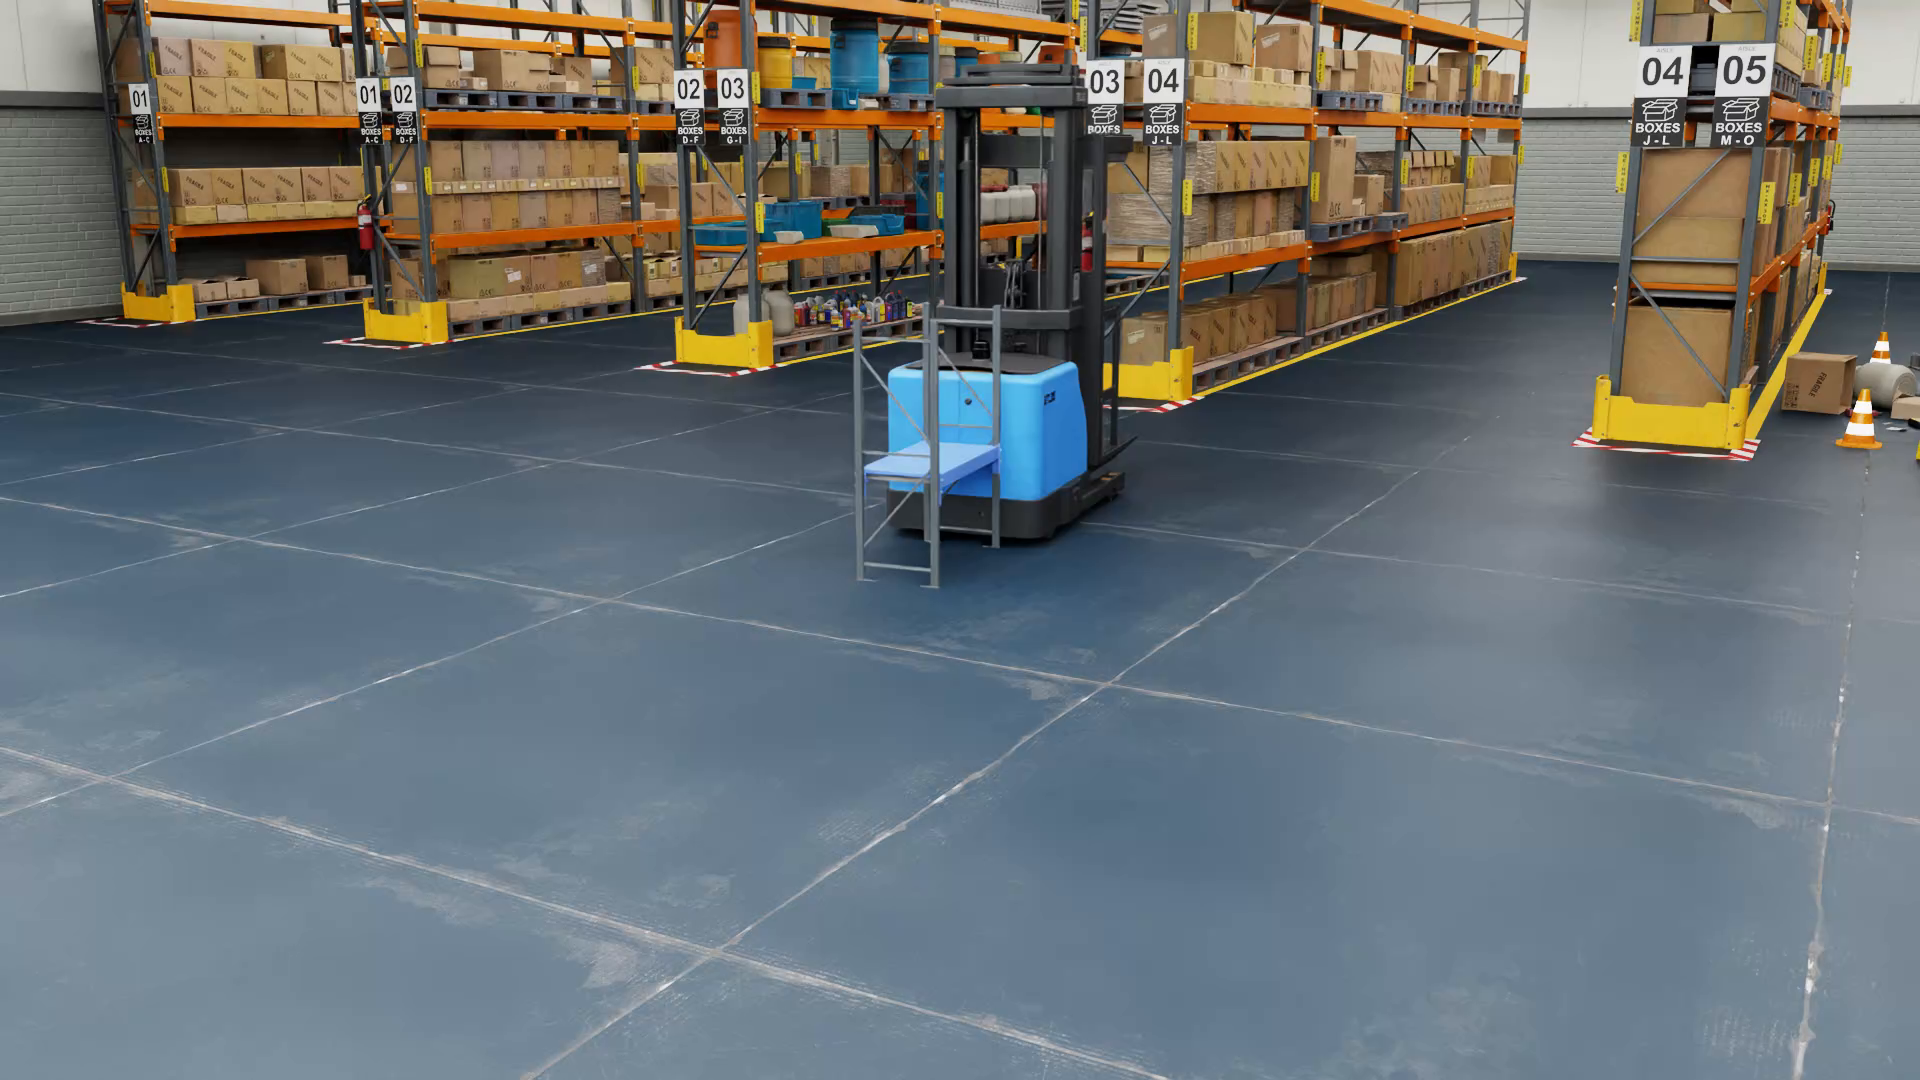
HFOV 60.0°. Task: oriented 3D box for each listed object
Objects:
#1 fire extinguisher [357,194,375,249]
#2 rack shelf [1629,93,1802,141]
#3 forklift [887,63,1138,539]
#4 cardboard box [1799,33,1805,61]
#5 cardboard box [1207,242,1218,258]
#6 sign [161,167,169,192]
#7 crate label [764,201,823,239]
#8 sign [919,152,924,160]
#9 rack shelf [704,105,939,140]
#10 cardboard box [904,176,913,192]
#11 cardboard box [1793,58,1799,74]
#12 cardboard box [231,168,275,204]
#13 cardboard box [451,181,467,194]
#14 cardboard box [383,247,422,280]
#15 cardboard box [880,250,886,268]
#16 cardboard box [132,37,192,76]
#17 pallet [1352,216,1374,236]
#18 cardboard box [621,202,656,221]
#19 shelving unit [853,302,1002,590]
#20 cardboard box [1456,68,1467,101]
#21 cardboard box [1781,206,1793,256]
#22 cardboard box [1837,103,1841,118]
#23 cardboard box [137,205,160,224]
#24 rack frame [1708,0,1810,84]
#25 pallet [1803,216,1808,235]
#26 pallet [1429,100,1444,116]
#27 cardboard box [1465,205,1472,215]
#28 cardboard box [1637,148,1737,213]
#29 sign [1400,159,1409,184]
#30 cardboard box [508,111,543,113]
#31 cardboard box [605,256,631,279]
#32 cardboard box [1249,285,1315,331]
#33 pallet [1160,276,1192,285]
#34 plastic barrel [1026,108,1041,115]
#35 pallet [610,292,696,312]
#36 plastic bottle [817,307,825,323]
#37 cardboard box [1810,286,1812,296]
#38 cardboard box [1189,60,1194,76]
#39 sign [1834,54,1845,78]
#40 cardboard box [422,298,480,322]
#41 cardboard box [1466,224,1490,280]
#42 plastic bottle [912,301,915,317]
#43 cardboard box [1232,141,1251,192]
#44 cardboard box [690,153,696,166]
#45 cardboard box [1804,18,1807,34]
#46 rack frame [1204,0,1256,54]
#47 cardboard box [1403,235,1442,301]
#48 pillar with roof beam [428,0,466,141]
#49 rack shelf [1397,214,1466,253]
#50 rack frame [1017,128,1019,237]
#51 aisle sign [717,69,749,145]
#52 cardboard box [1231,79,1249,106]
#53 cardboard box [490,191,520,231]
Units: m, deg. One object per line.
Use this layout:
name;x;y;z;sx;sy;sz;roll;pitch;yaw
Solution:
fire extinguisher;-7.462;-3.996;20.875;0.296;0.674;0.183;7;15;28
rack shelf;6.931;-3.819;15.108;1.077;0.370;4.000;7;15;28
forklift;0.534;-1.730;11.454;1.130;2.935;3.031;5;14;20
cardboard box;7.885;-4.773;16.108;0.500;0.250;0.500;7;15;27
cardboard box;2.392;-2.944;16.882;0.380;0.149;0.250;7;15;28
sign;-10.862;-4.926;22.717;0.100;0.325;0.005;7;15;28
crate label;-2.011;-3.869;20.107;0.502;0.435;0.616;7;15;28
sign;-0.710;-6.968;30.567;0.100;0.325;0.005;7;15;28
rack shelf;-1.698;-4.963;19.852;1.077;0.370;4.000;7;15;28
cardboard box;-0.713;-6.590;31.255;0.500;0.500;0.500;8;16;30
cardboard box;7.633;-4.441;15.581;0.380;0.149;0.250;7;15;28
cardboard box;-10.340;-5.137;24.119;0.500;0.500;0.500;7;15;26
cardboard box;-6.495;-4.480;21.120;0.380;0.149;0.250;7;15;27
cardboard box;-9.062;-4.538;27.353;0.700;0.500;0.500;8;16;30
cardboard box;-1.674;-5.129;29.804;0.500;0.500;0.500;8;16;29
cardboard box;-10.938;-6.620;22.804;0.500;0.500;0.500;6;15;24
pallet;4.618;-4.020;21.217;1.003;0.211;1.213;7;15;28
cardboard box;-4.865;-4.859;24.610;0.500;0.250;0.500;9;16;32
shelving unit;-0.171;-0.585;9.761;0.538;1.500;1.048;5;14;20
cardboard box;7.798;-7.271;26.572;0.700;0.500;0.500;6;15;25
cardboard box;8.388;-3.247;17.386;0.500;0.500;0.500;8;15;29
cardboard box;13.711;-6.844;26.444;0.500;0.250;0.500;7;15;27
cardboard box;-11.281;-4.621;23.578;0.500;0.250;0.500;8;16;29
rack frame;7.898;-6.037;16.374;1.000;3.000;0.127;7;15;28
pallet;10.083;-4.006;21.160;1.213;0.211;1.003;7;15;28
pallet;6.342;-6.258;24.095;1.003;0.211;1.213;8;16;31
cardboard box;7.907;-5.245;26.427;0.380;0.149;0.250;7;15;28
cardboard box;6.363;-3.093;14.338;0.875;0.550;0.550;7;15;28
sign;6.018;-4.989;22.525;0.100;0.325;0.005;7;15;28
cardboard box;-7.581;-7.454;28.799;0.500;0.311;0.500;7;15;28
cardboard box;-5.120;-4.082;24.839;0.500;0.311;0.500;7;15;28
cardboard box;3.921;-2.825;20.248;0.700;0.500;0.500;6;15;24
pallet;3.458;-4.705;29.601;1.003;0.211;1.213;7;15;28
plastic barrel;1.128;-6.411;24.658;0.294;0.245;0.294;0;14;0
pallet;-4.743;-3.626;25.125;1.003;0.211;1.213;7;15;28
plastic bottle;-1.744;-2.830;20.906;0.097;0.201;0.097;0;14;0
cardboard box;12.351;-3.673;24.555;0.380;0.149;0.250;8;16;30
cardboard box;2.007;-4.492;15.835;0.380;0.149;0.250;7;15;28
sign;12.253;-6.601;23.169;0.100;0.325;0.005;7;15;28
cardboard box;-6.545;-2.958;21.374;0.500;0.250;0.500;7;15;28
cardboard box;8.297;-4.827;27.792;0.875;0.875;0.875;7;15;28
plastic bottle;-0.633;-3.008;21.643;0.097;0.201;0.097;0;14;0
cardboard box;2.664;-3.848;17.115;0.500;0.500;0.500;7;15;28
cardboard box;-5.538;-7.471;32.631;0.500;0.250;0.500;8;16;29
cardboard box;8.000;-4.986;16.139;0.380;0.149;0.250;7;15;28
rack frame;5.070;-9.643;31.331;1.000;3.000;0.127;7;15;28
cardboard box;6.328;-4.016;24.430;1.225;0.875;0.875;7;15;28
pillar with roof beam;-5.087;-8.467;26.456;9.100;9.000;0.400;7;15;28
rack shelf;6.506;-4.584;24.684;1.077;0.370;4.000;7;15;28
rack frame;0.736;-7.288;34.365;1.000;3.000;0.127;7;15;28
aisle sign;-2.443;-4.660;17.914;0.394;0.787;0.004;7;15;28
cardboard box;2.617;-4.545;16.906;0.500;0.250;0.500;7;15;28
cardboard box;-6.267;-4.358;21.997;0.700;0.500;0.500;7;15;28
